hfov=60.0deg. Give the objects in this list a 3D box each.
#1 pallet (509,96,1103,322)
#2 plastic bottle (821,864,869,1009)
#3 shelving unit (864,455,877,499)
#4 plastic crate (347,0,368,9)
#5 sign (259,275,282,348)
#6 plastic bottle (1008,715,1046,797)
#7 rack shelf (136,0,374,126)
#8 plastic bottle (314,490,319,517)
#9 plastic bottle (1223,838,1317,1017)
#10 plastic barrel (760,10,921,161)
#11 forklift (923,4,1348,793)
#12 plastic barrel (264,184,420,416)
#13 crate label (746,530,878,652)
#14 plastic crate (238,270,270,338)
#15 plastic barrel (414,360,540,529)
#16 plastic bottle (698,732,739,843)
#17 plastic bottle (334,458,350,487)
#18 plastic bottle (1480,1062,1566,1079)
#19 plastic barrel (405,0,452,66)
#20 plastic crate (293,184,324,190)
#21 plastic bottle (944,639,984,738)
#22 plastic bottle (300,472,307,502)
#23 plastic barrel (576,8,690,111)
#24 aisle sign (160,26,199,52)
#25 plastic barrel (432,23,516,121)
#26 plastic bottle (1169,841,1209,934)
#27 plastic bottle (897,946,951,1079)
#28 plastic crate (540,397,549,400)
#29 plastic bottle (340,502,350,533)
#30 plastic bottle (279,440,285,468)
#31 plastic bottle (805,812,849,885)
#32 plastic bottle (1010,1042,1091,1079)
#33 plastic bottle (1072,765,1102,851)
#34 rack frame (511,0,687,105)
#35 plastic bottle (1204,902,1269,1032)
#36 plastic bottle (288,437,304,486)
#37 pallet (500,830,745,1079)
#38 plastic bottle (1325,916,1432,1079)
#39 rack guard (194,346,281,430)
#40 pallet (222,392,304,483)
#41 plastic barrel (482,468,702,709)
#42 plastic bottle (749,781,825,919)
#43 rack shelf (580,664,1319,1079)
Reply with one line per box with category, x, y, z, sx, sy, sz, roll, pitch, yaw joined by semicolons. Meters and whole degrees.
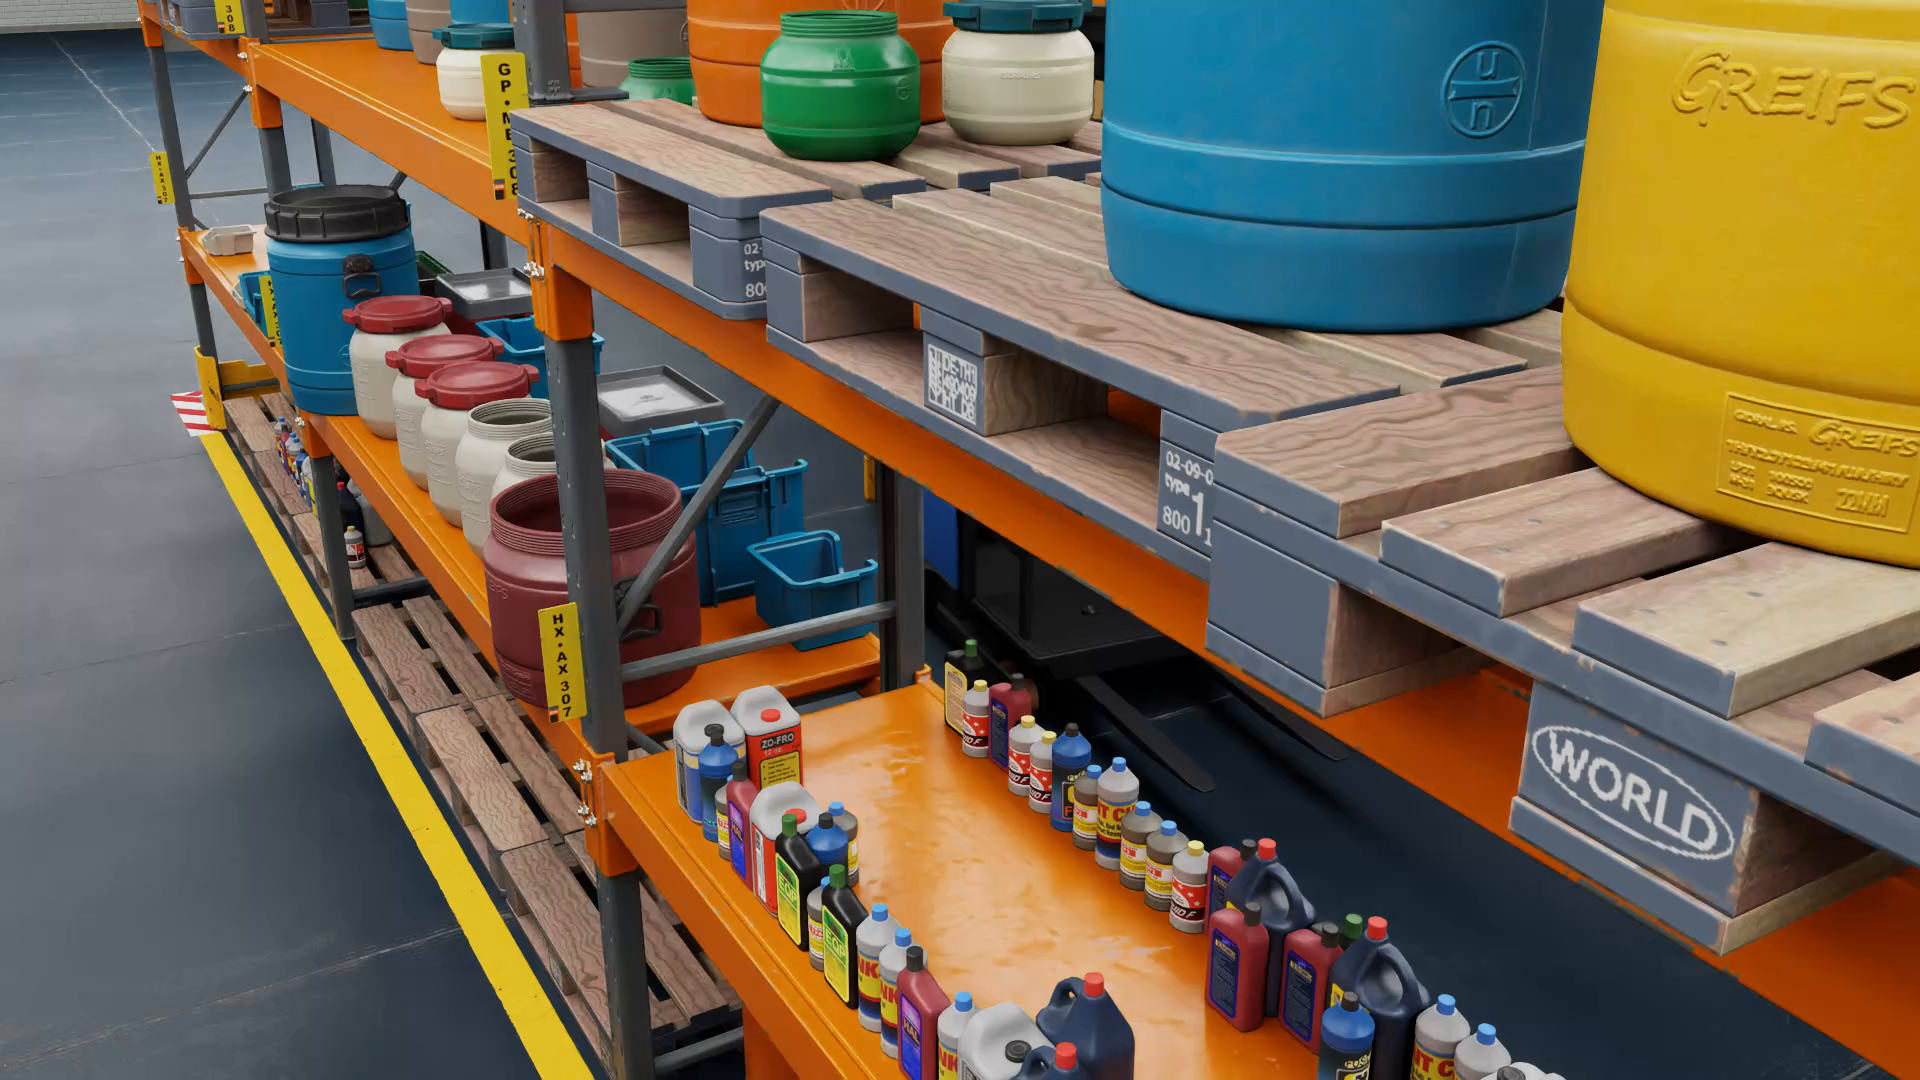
pallet;-0.256;-0.747;3.433;1.003;0.211;1.213;-13;25;-28
plastic bottle;-0.236;0.822;3.461;0.061;0.283;0.133;-13;25;-28
shelving unit;-0.091;-0.825;9.349;0.587;1.500;1.083;-9;24;-22
plastic crate;-3.177;-2.861;8.664;0.336;0.188;0.450;-13;25;-28
sign;-3.084;-1.032;7.500;0.100;0.325;0.005;-13;25;-28
plastic bottle;0.172;0.545;4.250;0.097;0.201;0.097;0;22;0
rack shelf;-3.627;-2.710;8.967;1.077;0.370;4.000;-13;25;-28
plastic bottle;-3.399;-0.211;8.871;0.061;0.283;0.133;-11;24;-25
plastic bottle;0.641;0.790;3.450;0.144;0.351;0.185;-13;25;-28
plastic barrel;-0.219;-0.836;3.050;0.294;0.245;0.294;0;22;0
forklift;0.633;-0.761;7.292;1.130;2.935;3.031;-9;24;-22
plastic barrel;-2.669;-1.055;7.258;0.600;0.901;0.708;-13;25;-28
crate label;-0.455;0.158;5.162;0.303;0.233;0.416;-13;25;-28
plastic crate;-3.404;-1.243;8.584;0.499;0.251;0.616;-13;25;-28
plastic barrel;-1.710;-0.340;5.983;0.433;0.535;0.433;0;22;0
plastic bottle;-0.583;0.593;4.039;0.097;0.271;0.097;0;22;0
plastic bottle;-3.370;-0.299;9.087;0.061;0.283;0.133;-13;25;-28
plastic bottle;0.981;1.043;2.926;0.152;0.276;0.135;-13;25;-28
plastic barrel;-1.825;-2.293;6.321;0.600;0.901;0.600;0;22;0
plastic crate;-4.136;-2.128;10.760;0.499;0.251;0.616;-13;25;-28
plastic bottle;0.011;0.392;4.519;0.061;0.283;0.133;-13;25;-28
plastic bottle;-3.609;-0.320;9.246;0.097;0.201;0.097;0;22;0
plastic barrel;-0.795;-1.641;4.715;0.600;0.901;0.600;0;22;0
aisle sign;-4.937;-3.472;10.418;0.394;0.787;0.004;-13;25;-28
plastic barrel;-1.412;-1.404;4.981;0.301;0.262;0.301;0;22;0
plastic bottle;0.520;0.766;3.708;0.097;0.201;0.097;0;22;0
plastic bottle;-0.068;0.928;3.200;0.061;0.283;0.133;-13;25;-28
plastic crate;-1.473;-0.398;6.590;0.450;0.188;0.662;-13;25;-28
plastic bottle;-3.135;-0.044;8.459;0.061;0.283;0.133;-11;25;-26
plastic bottle;-3.938;-0.528;9.759;0.097;0.201;0.097;0;22;0
plastic bottle;-0.295;0.731;3.699;0.097;0.271;0.097;0;22;0
plastic bottle;0.168;1.015;2.896;0.144;0.351;0.185;-13;25;-28
plastic bottle;0.321;0.640;4.018;0.097;0.201;0.097;0;22;0
rack frame;-0.562;-2.490;3.488;1.000;3.000;0.127;-13;25;-28
plastic bottle;0.566;0.849;3.393;0.061;0.283;0.133;-13;25;-28
plastic bottle;-3.764;-0.451;9.476;0.097;0.271;0.097;0;22;0
pallet;-0.925;1.322;5.778;1.003;0.211;1.213;-13;25;-28
plastic bottle;0.803;0.893;3.196;0.144;0.351;0.185;-13;25;-28
rack guard;-4.569;-1.127;11.421;1.175;0.500;0.348;-13;25;-28
pallet;-4.159;-0.730;10.826;1.003;0.211;1.213;-13;25;-28
plastic barrel;-1.060;0.134;4.818;0.600;0.536;0.708;-13;25;-28
plastic bottle;-0.383;0.698;3.775;0.152;0.276;0.135;-13;25;-28
rack shelf;0.459;1.269;3.160;1.077;0.370;4.000;-13;25;-28
